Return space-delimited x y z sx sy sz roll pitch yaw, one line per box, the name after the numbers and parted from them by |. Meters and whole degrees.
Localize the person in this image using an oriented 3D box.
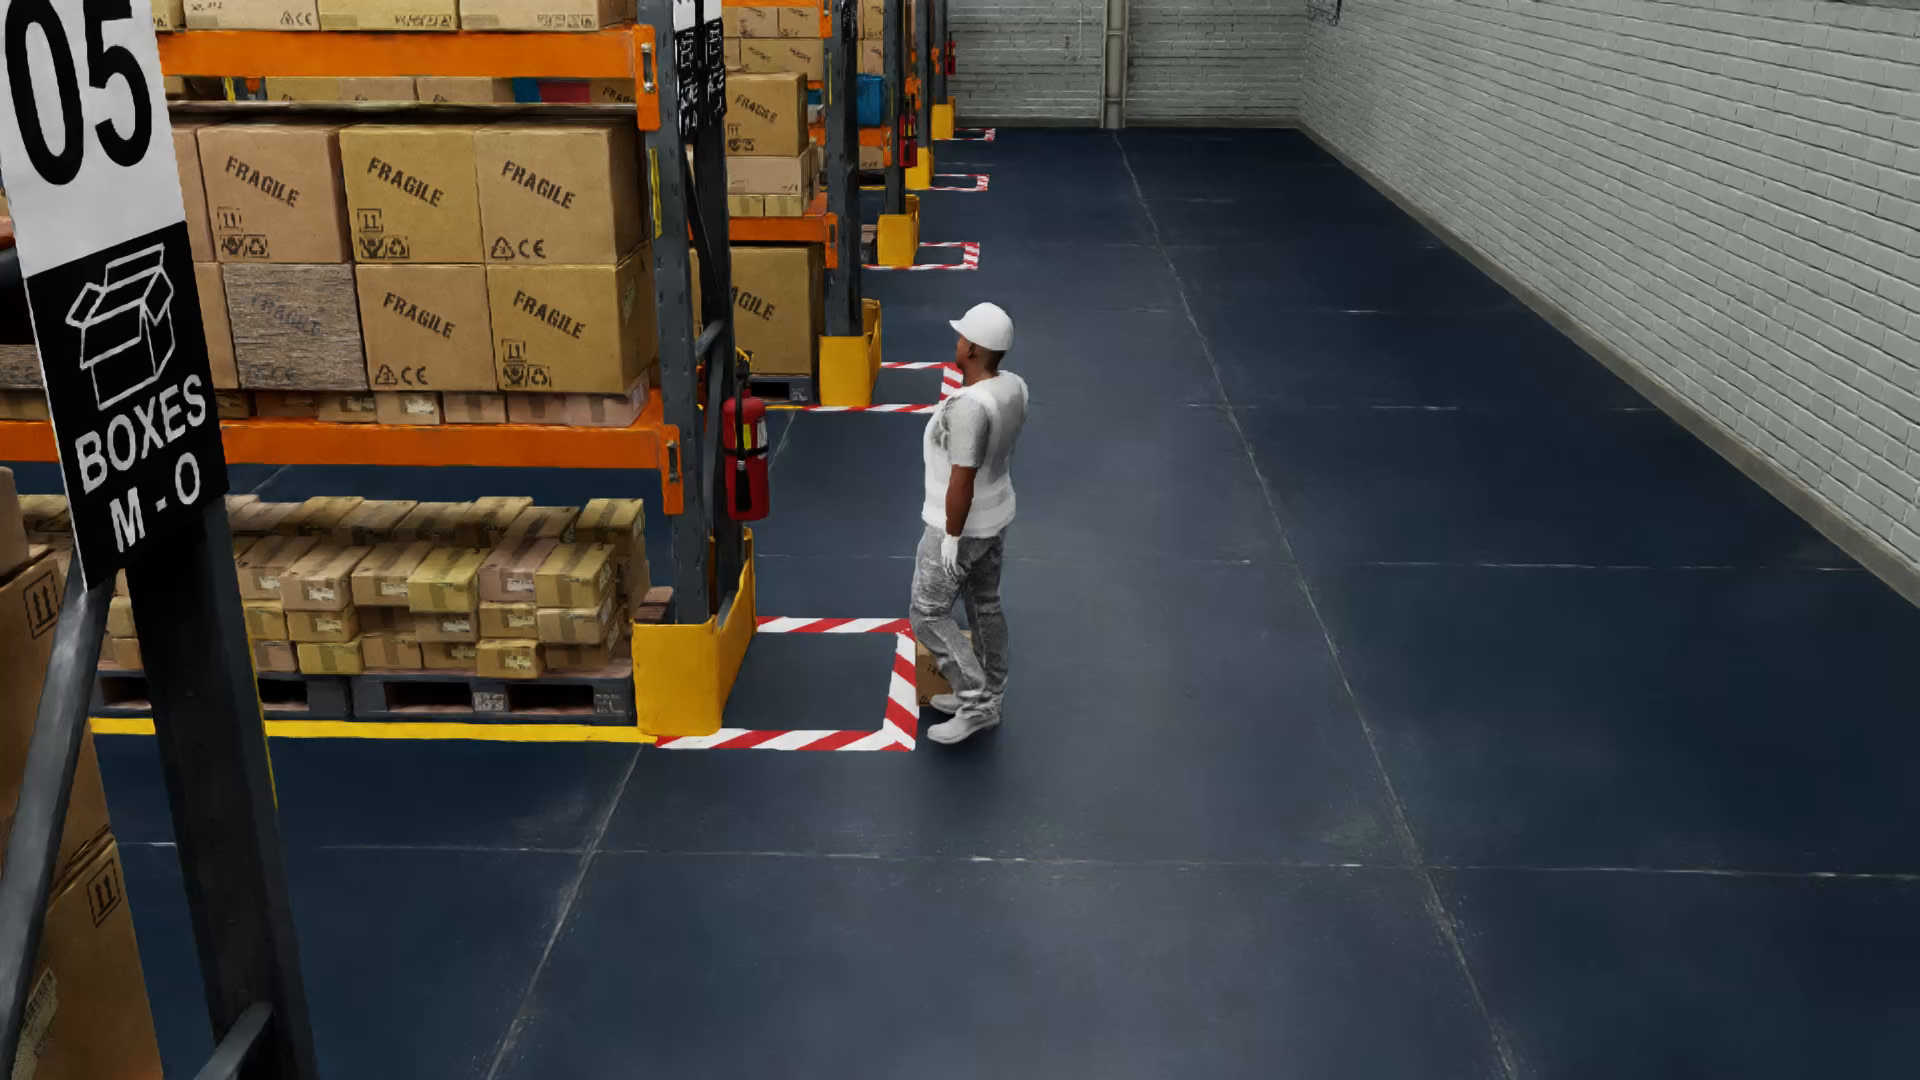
0.036 -0.069 6.685 0.400 1.786 0.585 9 22 22 | person
